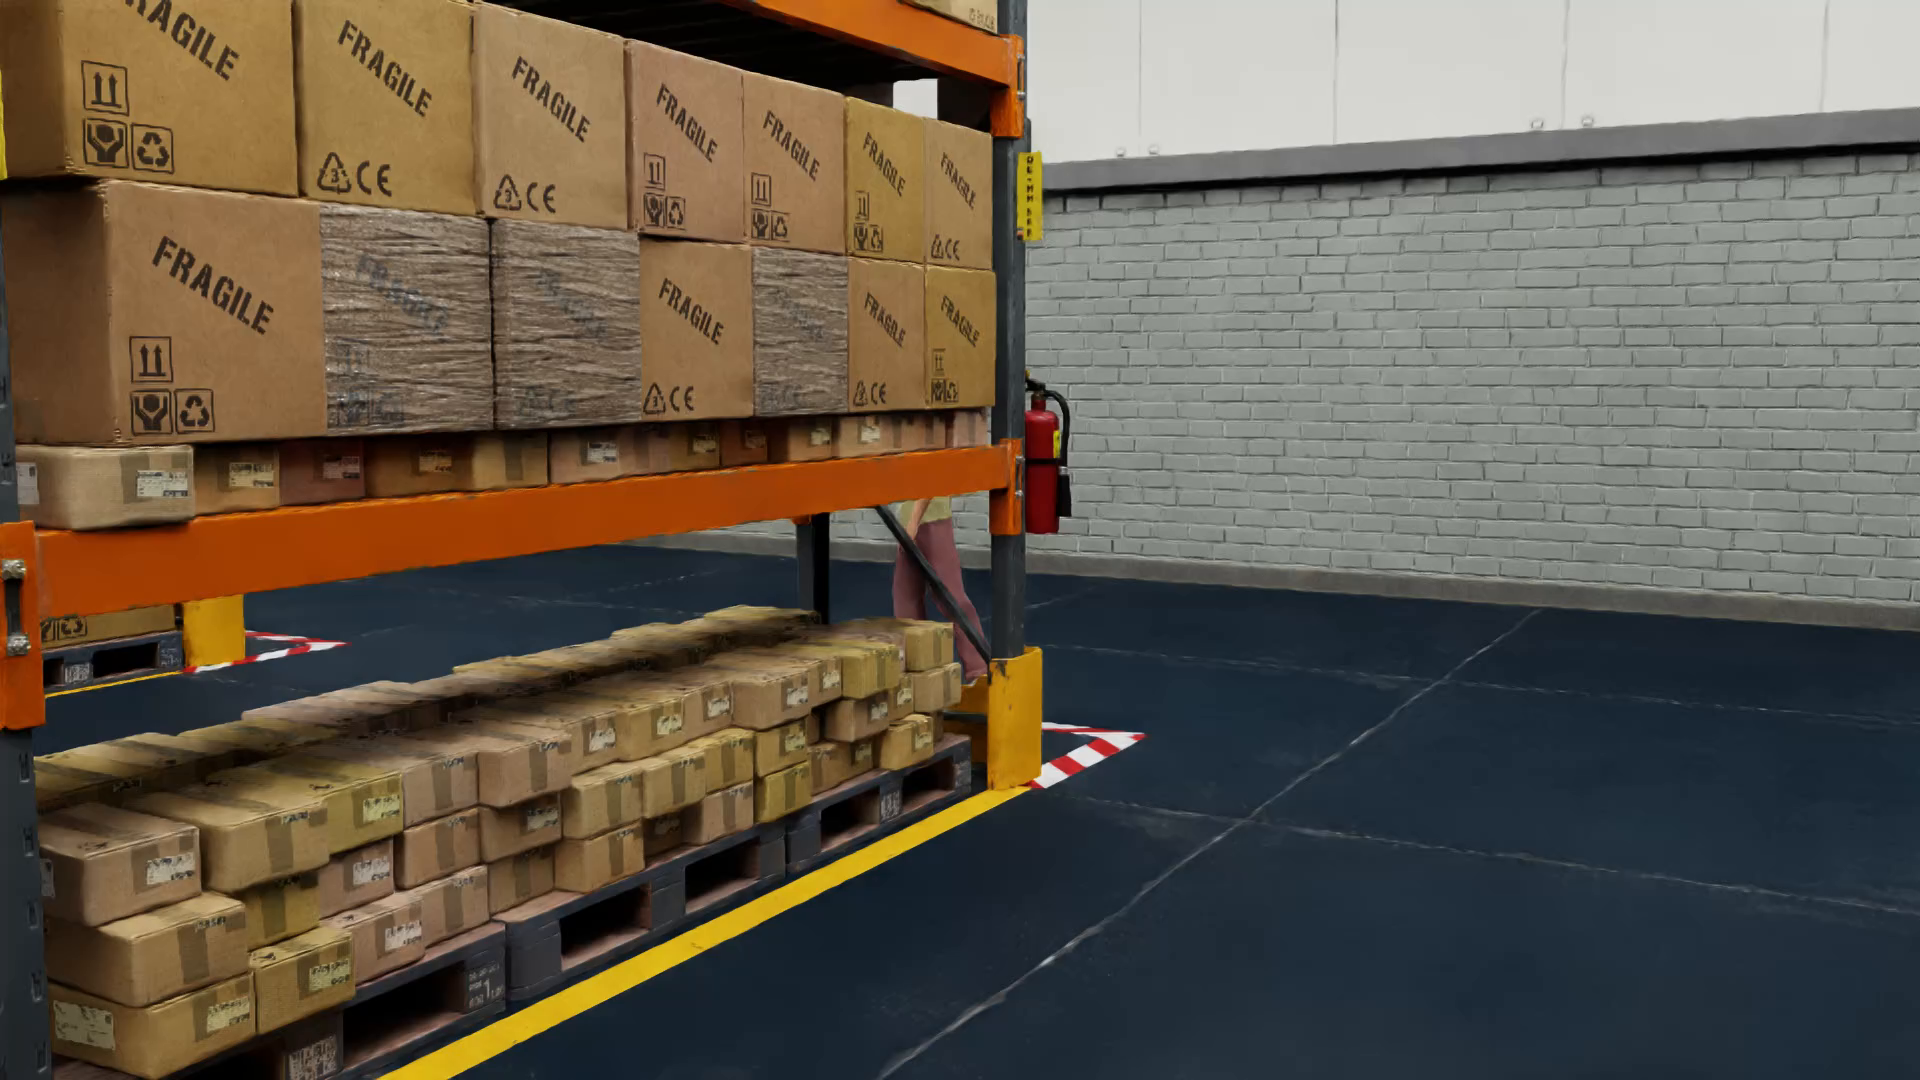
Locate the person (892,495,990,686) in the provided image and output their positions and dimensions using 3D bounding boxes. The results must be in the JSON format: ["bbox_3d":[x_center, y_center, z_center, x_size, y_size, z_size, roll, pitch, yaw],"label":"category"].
[{"bbox_3d":[-0.139,-0.068,8.017,0.665,1.663,0.585,0,6,-2],"label":"person"}]
